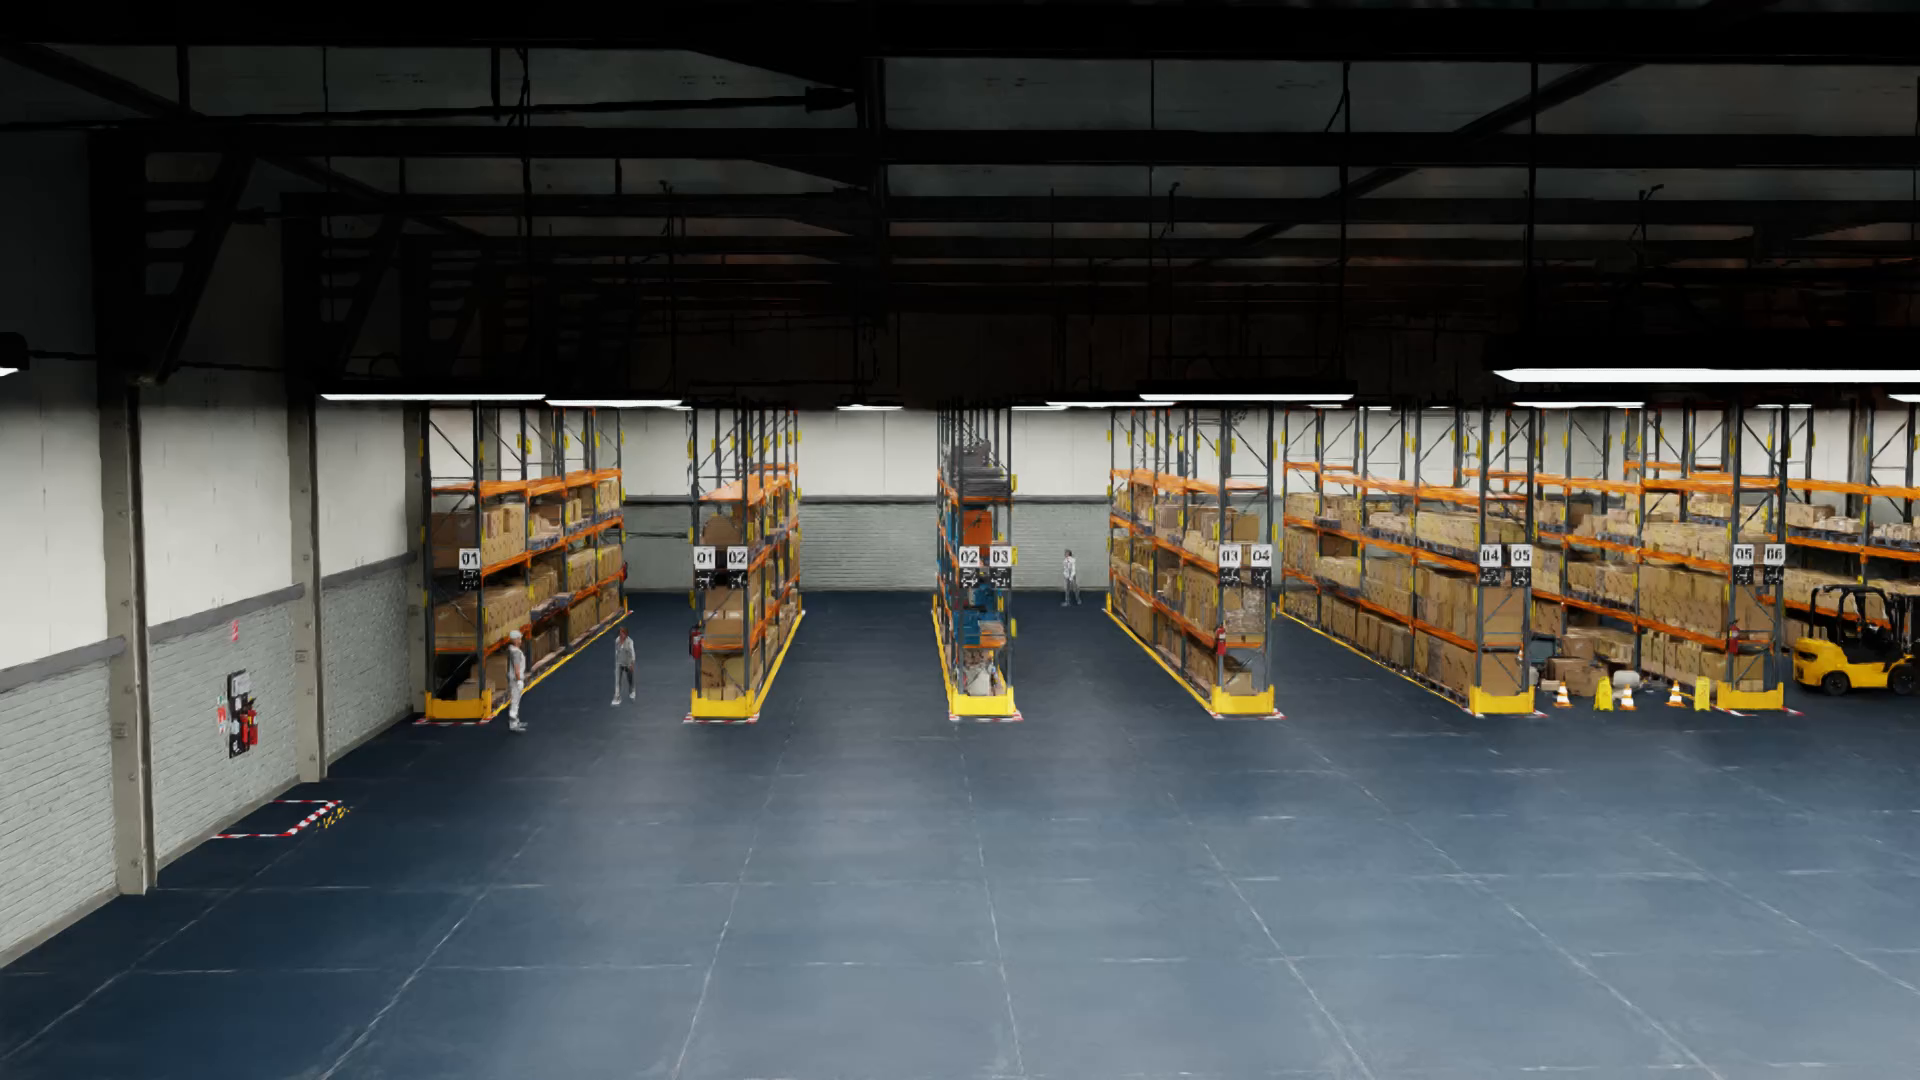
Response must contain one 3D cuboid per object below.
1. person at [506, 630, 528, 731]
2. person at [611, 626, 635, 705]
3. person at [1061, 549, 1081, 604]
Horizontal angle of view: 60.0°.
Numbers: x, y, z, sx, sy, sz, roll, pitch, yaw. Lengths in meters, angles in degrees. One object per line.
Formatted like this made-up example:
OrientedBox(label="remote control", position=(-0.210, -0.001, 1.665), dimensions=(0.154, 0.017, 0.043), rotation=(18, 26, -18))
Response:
OrientedBox(label="person", position=(-7.938, 2.503, 29.823), dimensions=(0.400, 1.794, 0.649), rotation=(-2, 5, -25))
OrientedBox(label="person", position=(-6.569, 2.430, 32.600), dimensions=(0.418, 1.514, 1.032), rotation=(0, 4, 1))
OrientedBox(label="person", position=(3.314, 1.078, 49.443), dimensions=(0.595, 1.656, 0.510), rotation=(-3, 5, -36))
